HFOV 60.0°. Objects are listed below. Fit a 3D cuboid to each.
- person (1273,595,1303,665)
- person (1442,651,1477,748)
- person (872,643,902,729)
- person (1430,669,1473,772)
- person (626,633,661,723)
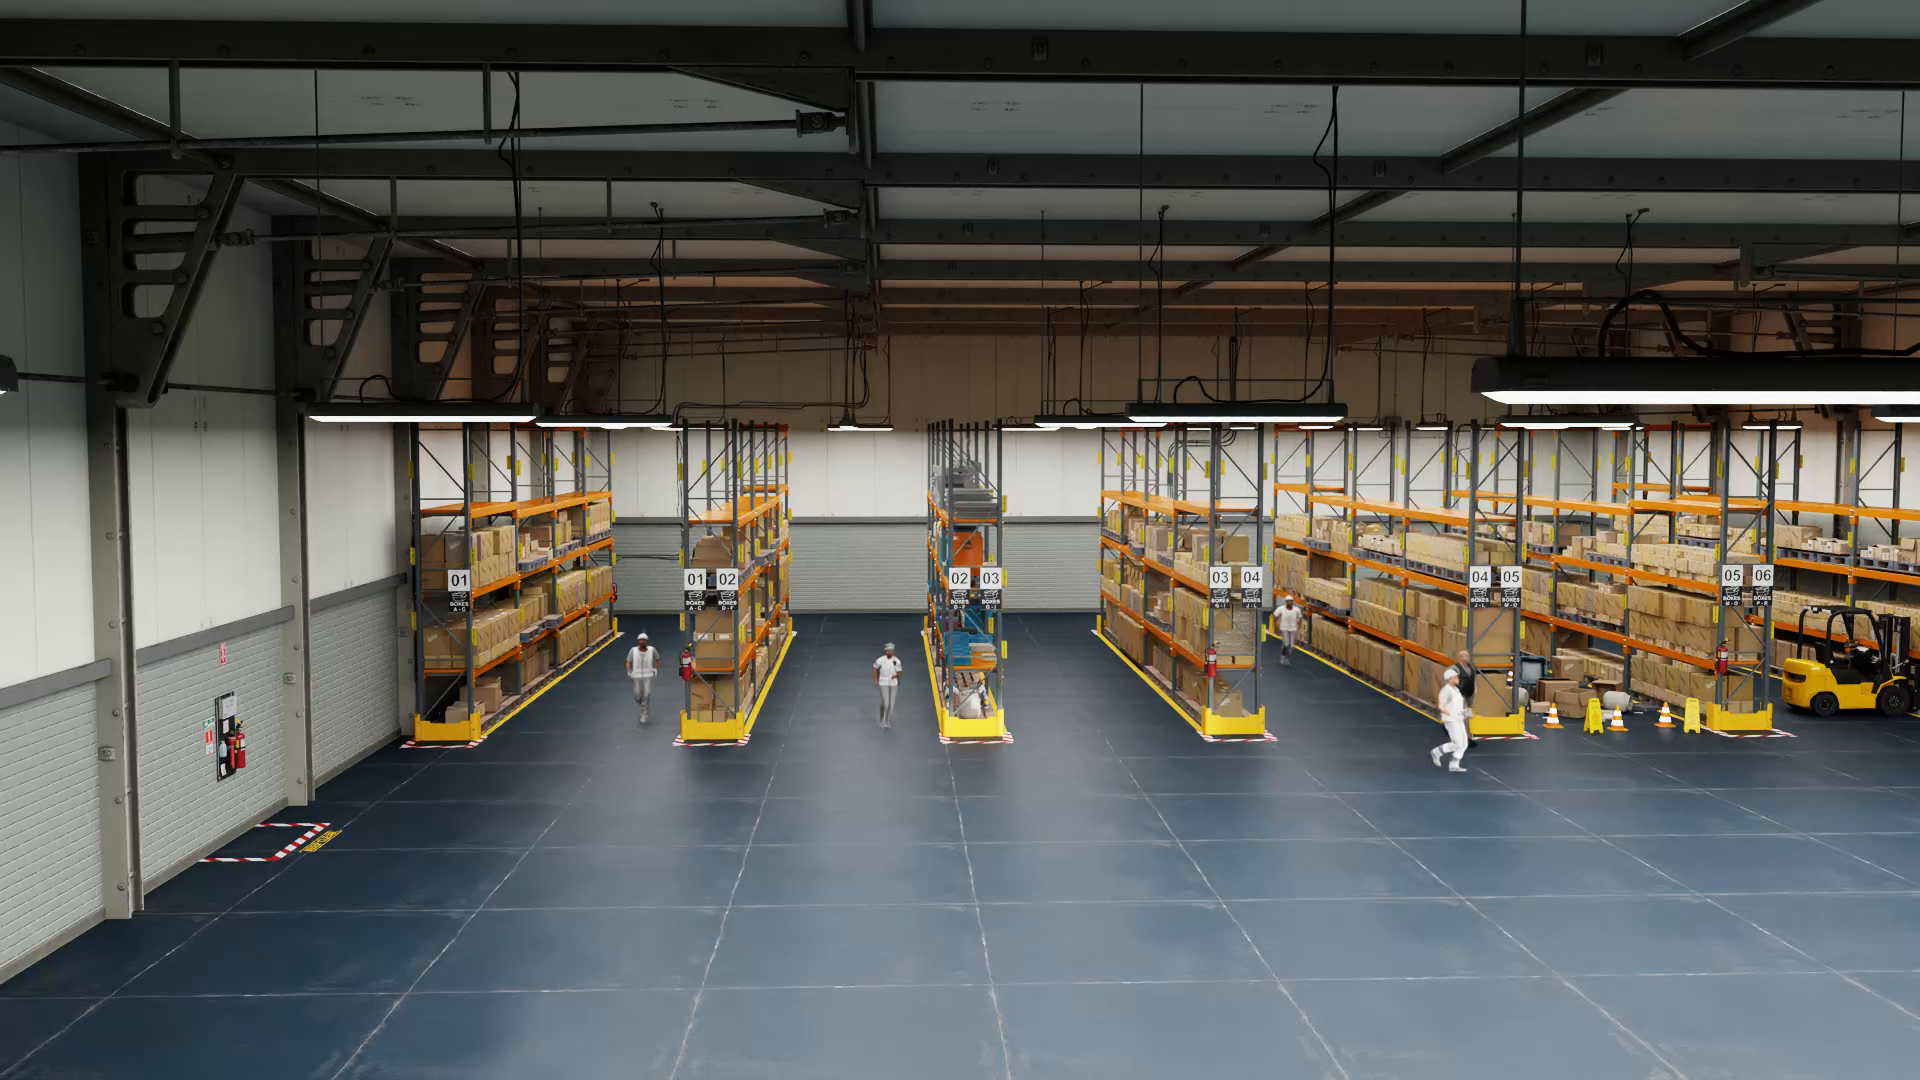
[{"bbox_3d":[8.103,2.229,40.922,0.700,1.738,0.633,0,4,-4],"label":"person"},{"bbox_3d":[9.261,2.898,30.723,0.673,1.724,0.929,-2,4,-32],"label":"person"},{"bbox_3d":[-1.389,2.821,32.159,0.540,1.674,0.652,-1,4,-15],"label":"person"},{"bbox_3d":[8.297,3.053,28.103,0.621,1.735,0.654,3,5,36],"label":"person"},{"bbox_3d":[-6.313,2.734,33.158,0.679,1.758,0.813,0,4,-7],"label":"person"}]
